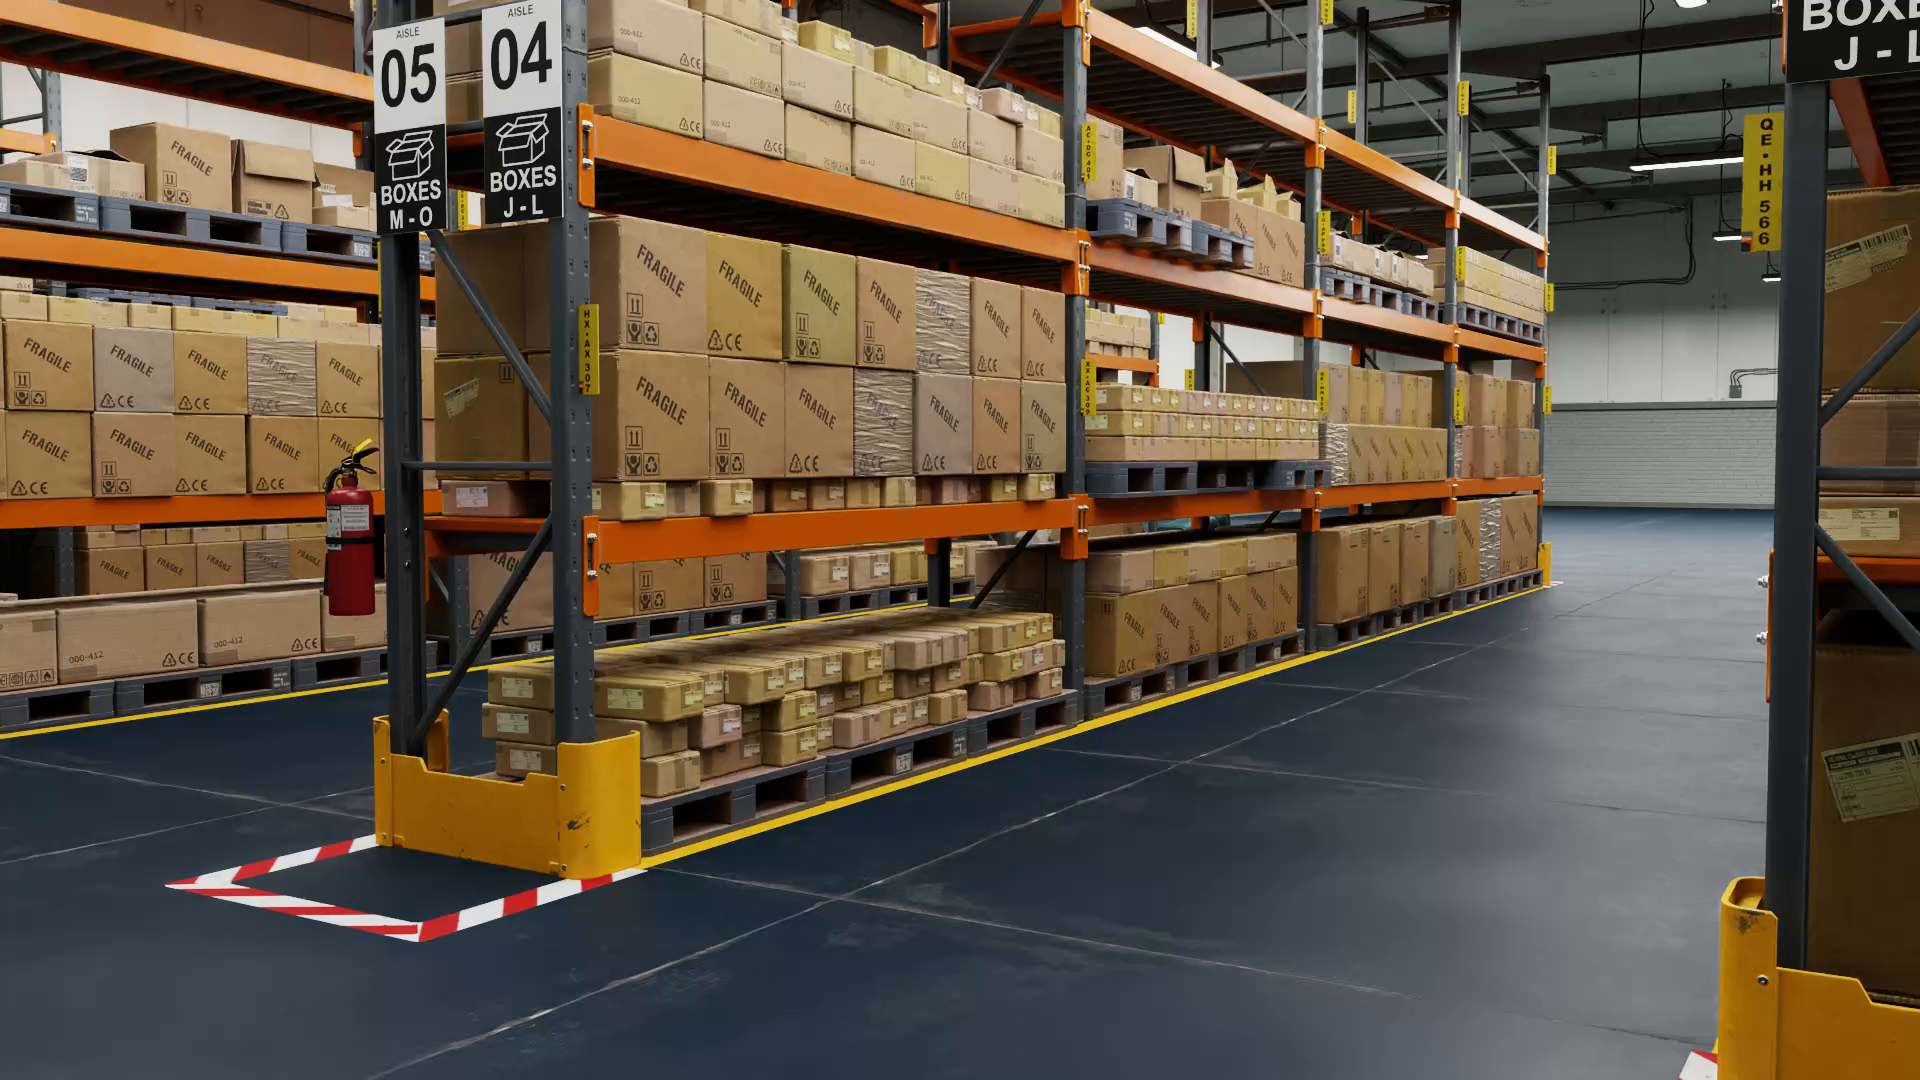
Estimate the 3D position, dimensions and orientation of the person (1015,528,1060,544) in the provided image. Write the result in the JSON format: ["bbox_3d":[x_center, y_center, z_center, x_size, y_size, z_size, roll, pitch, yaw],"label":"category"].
[{"bbox_3d":[0.771,0.019,14.719,0.526,1.576,0.516,2,3,32],"label":"person"}]
